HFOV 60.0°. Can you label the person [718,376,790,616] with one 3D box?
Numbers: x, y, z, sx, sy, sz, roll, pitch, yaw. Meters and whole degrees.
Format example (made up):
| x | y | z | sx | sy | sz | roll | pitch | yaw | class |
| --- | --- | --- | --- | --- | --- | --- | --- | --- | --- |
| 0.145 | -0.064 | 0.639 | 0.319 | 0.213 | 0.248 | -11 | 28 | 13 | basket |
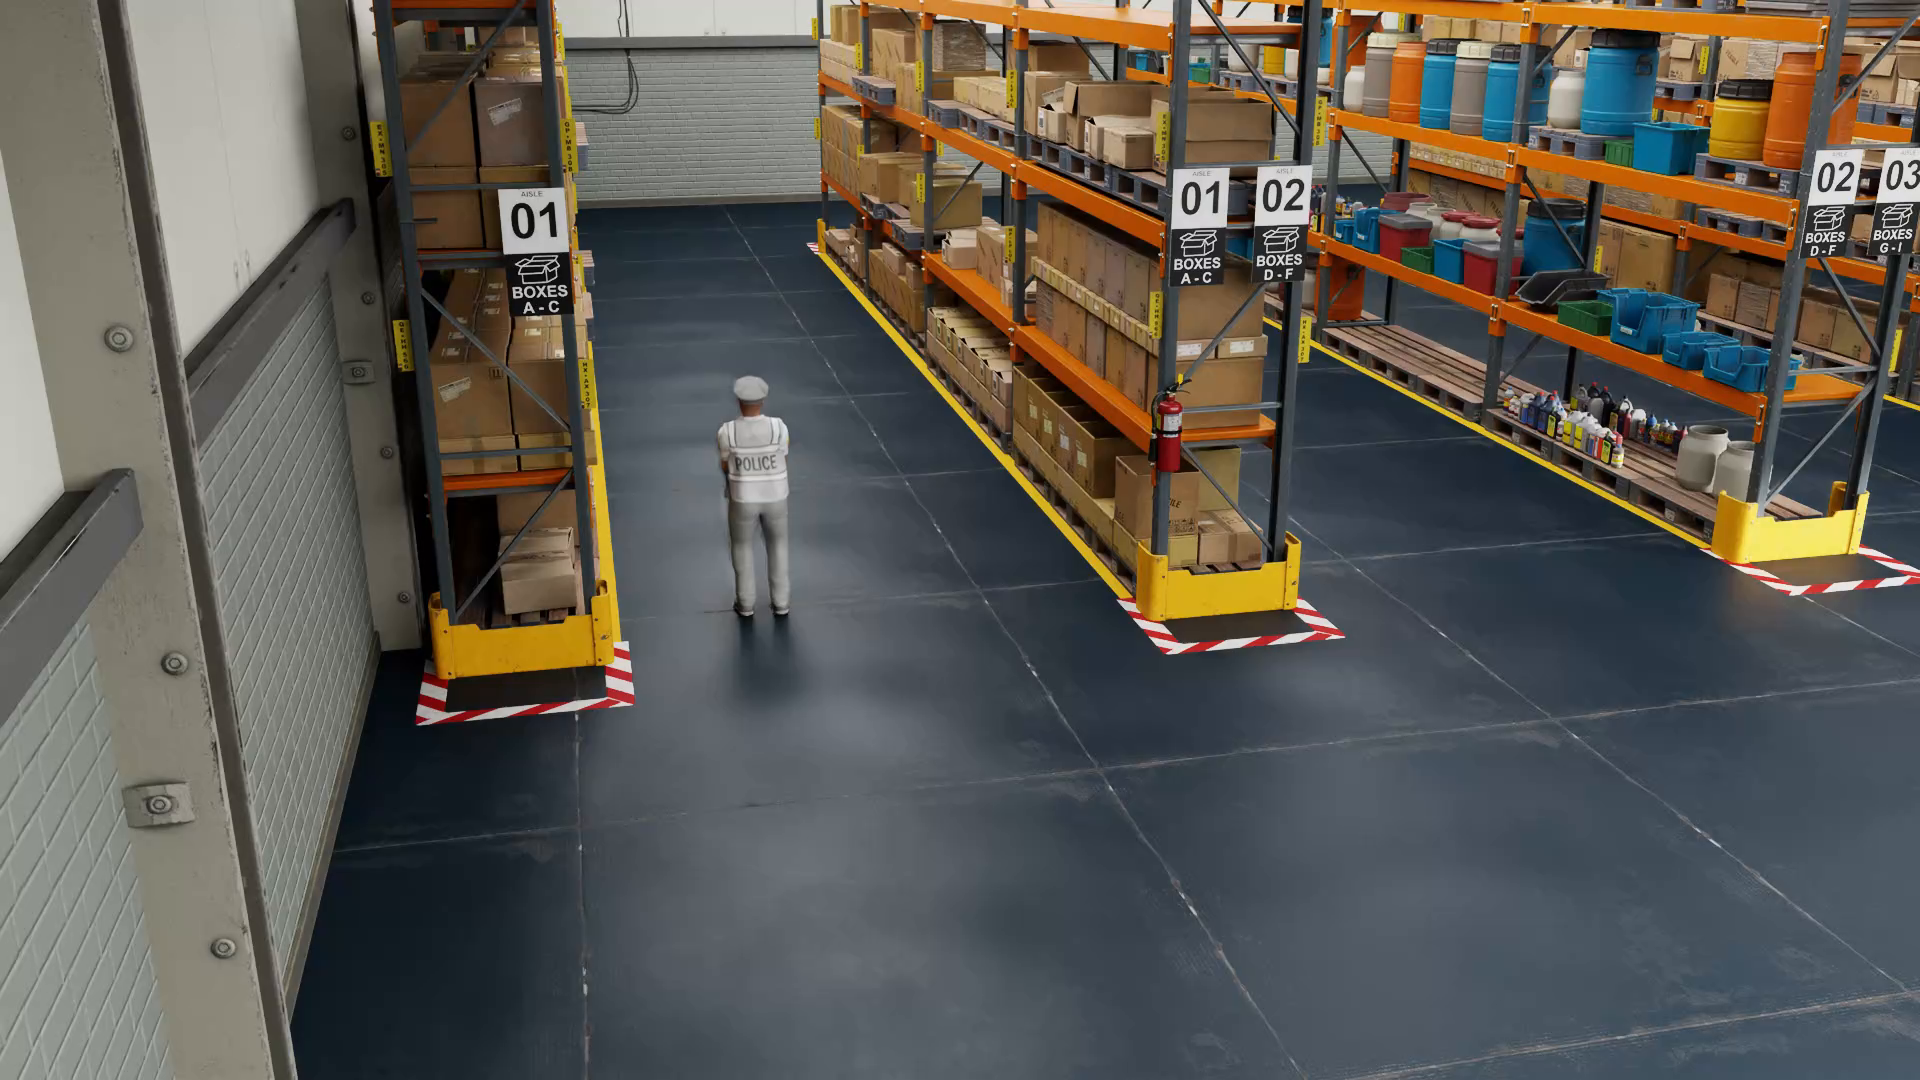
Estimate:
| x | y | z | sx | sy | sz | roll | pitch | yaw | class |
| --- | --- | --- | --- | --- | --- | --- | --- | --- | --- |
| -1.477 | -0.337 | 11.971 | 0.499 | 1.775 | 0.559 | -4 | 20 | -11 | person |
